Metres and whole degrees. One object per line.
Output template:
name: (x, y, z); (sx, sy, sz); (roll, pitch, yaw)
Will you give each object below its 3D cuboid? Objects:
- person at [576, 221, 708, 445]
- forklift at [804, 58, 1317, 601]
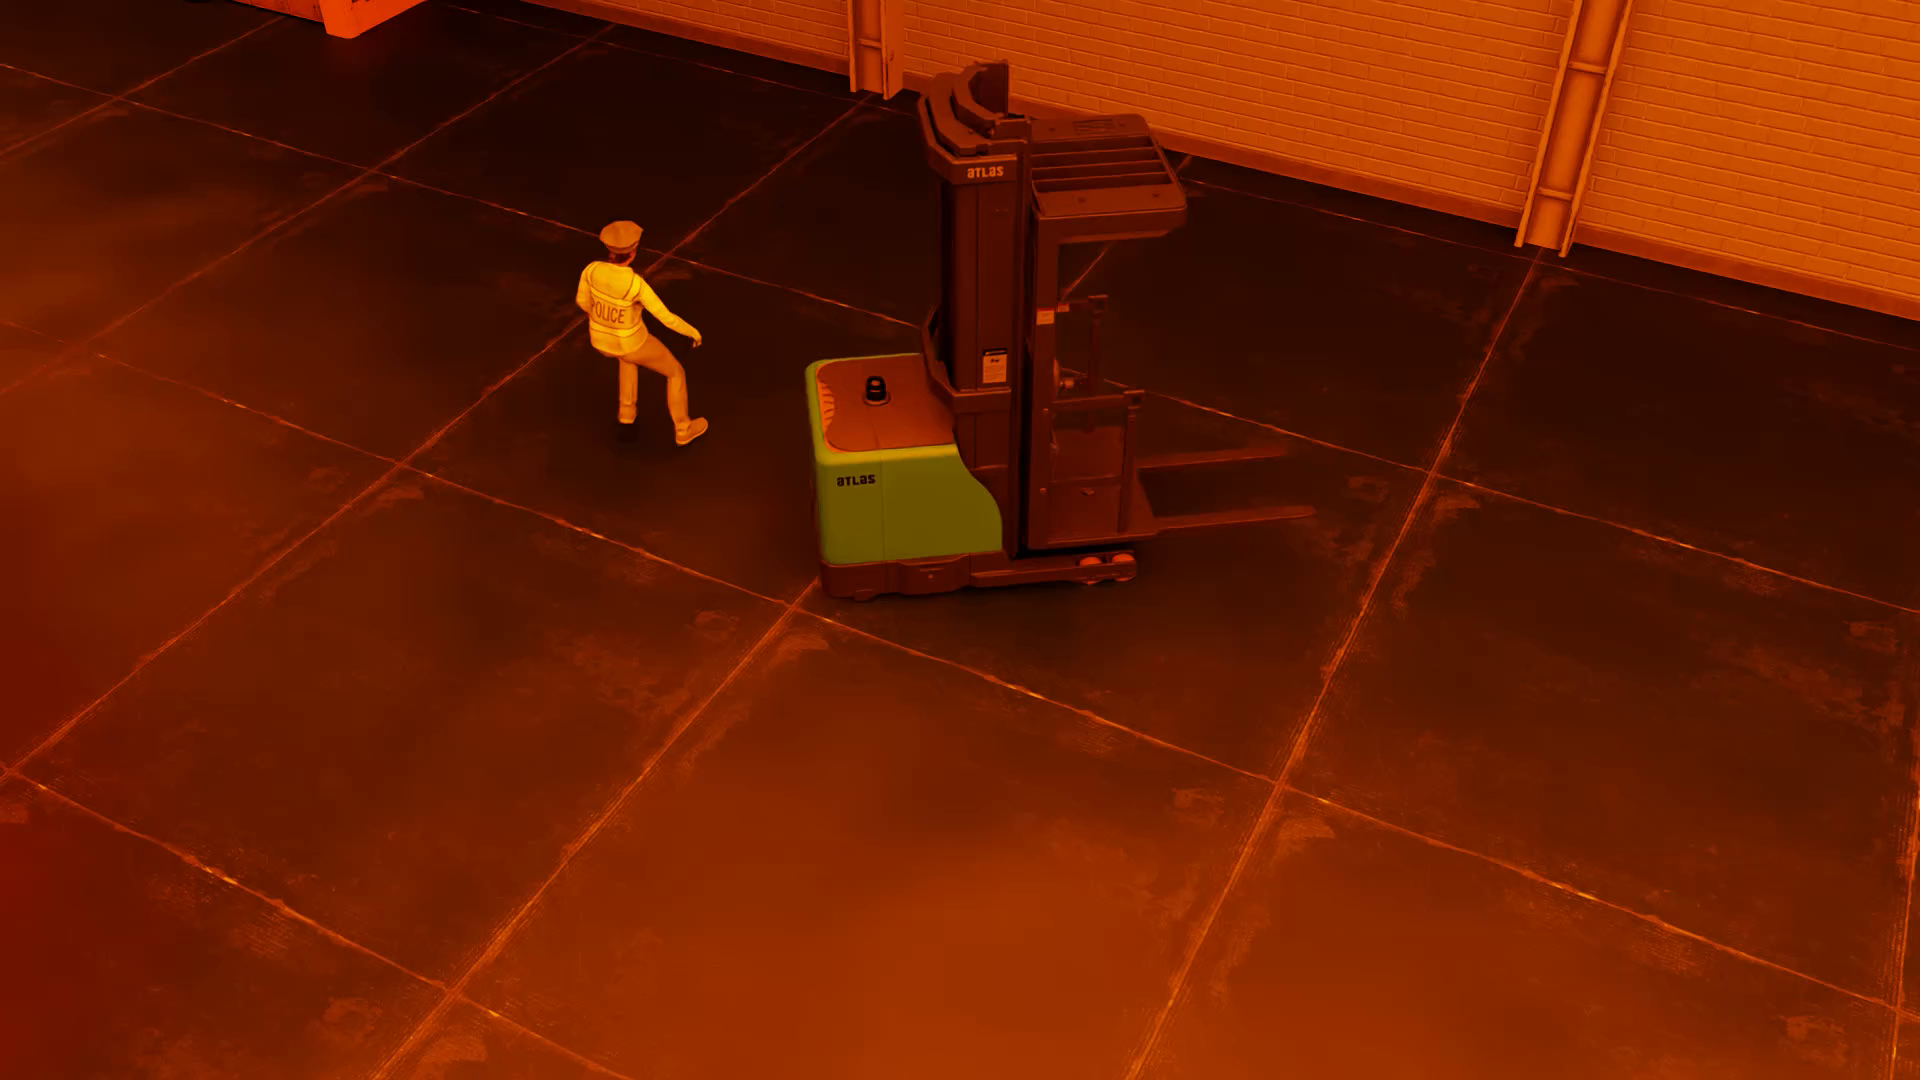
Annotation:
person: (-2.059, -1.322, 10.611); (0.698, 1.560, 0.471); (14, 42, 16)
forklift: (0.624, -1.191, 9.400); (3.031, 2.935, 1.130); (-5, 40, -6)
